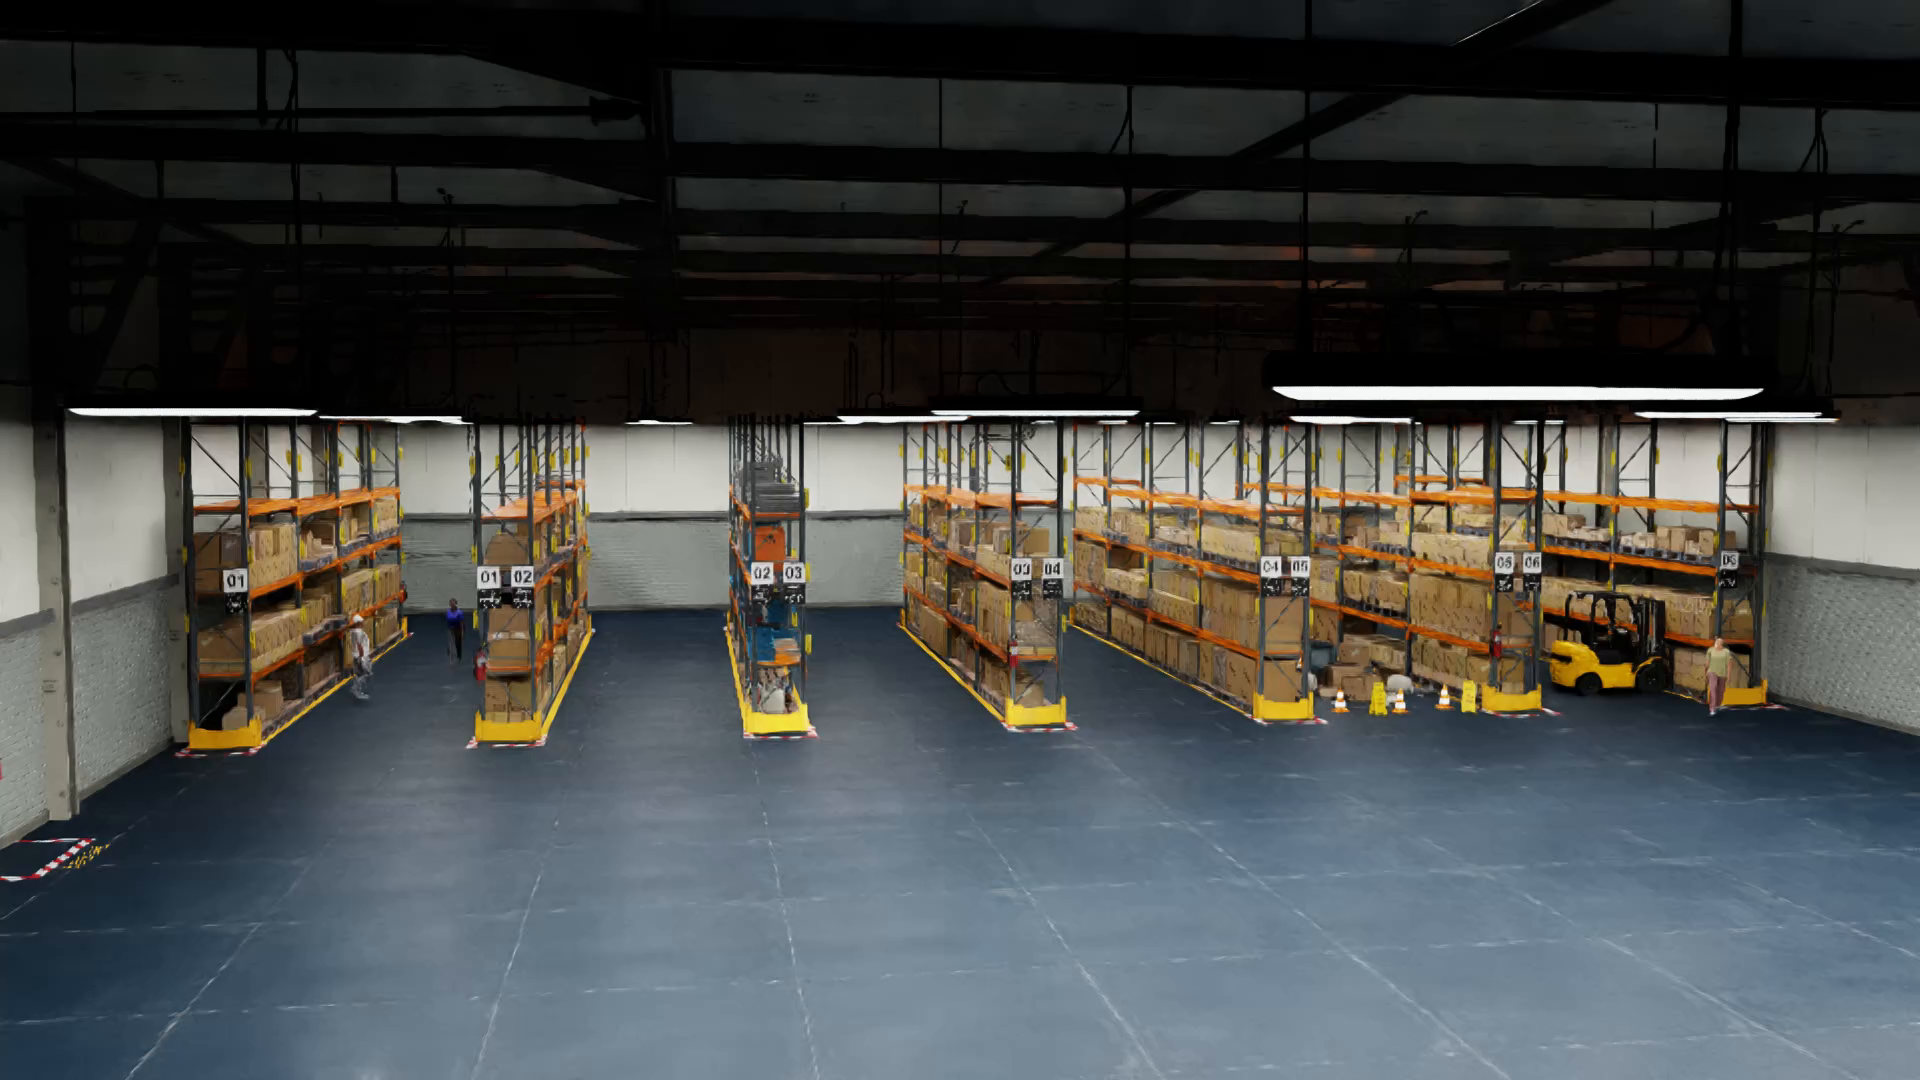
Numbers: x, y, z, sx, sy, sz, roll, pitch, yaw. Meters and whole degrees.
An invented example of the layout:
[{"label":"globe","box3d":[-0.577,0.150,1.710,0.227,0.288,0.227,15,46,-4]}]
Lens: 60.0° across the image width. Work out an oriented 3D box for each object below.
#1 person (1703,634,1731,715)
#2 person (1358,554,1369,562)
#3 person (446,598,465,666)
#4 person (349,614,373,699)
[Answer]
[{"label":"person","box3d":[15.106,2.662,33.152,0.491,1.610,0.955,1,4,12]},{"label":"person","box3d":[13.155,1.204,54.108,0.397,1.669,0.574,-3,5,-39]},{"label":"person","box3d":[-12.145,2.197,40.028,0.461,1.596,0.989,-1,4,-10]},{"label":"person","box3d":[-12.621,2.456,34.924,0.444,1.781,0.604,-3,5,-34]}]
